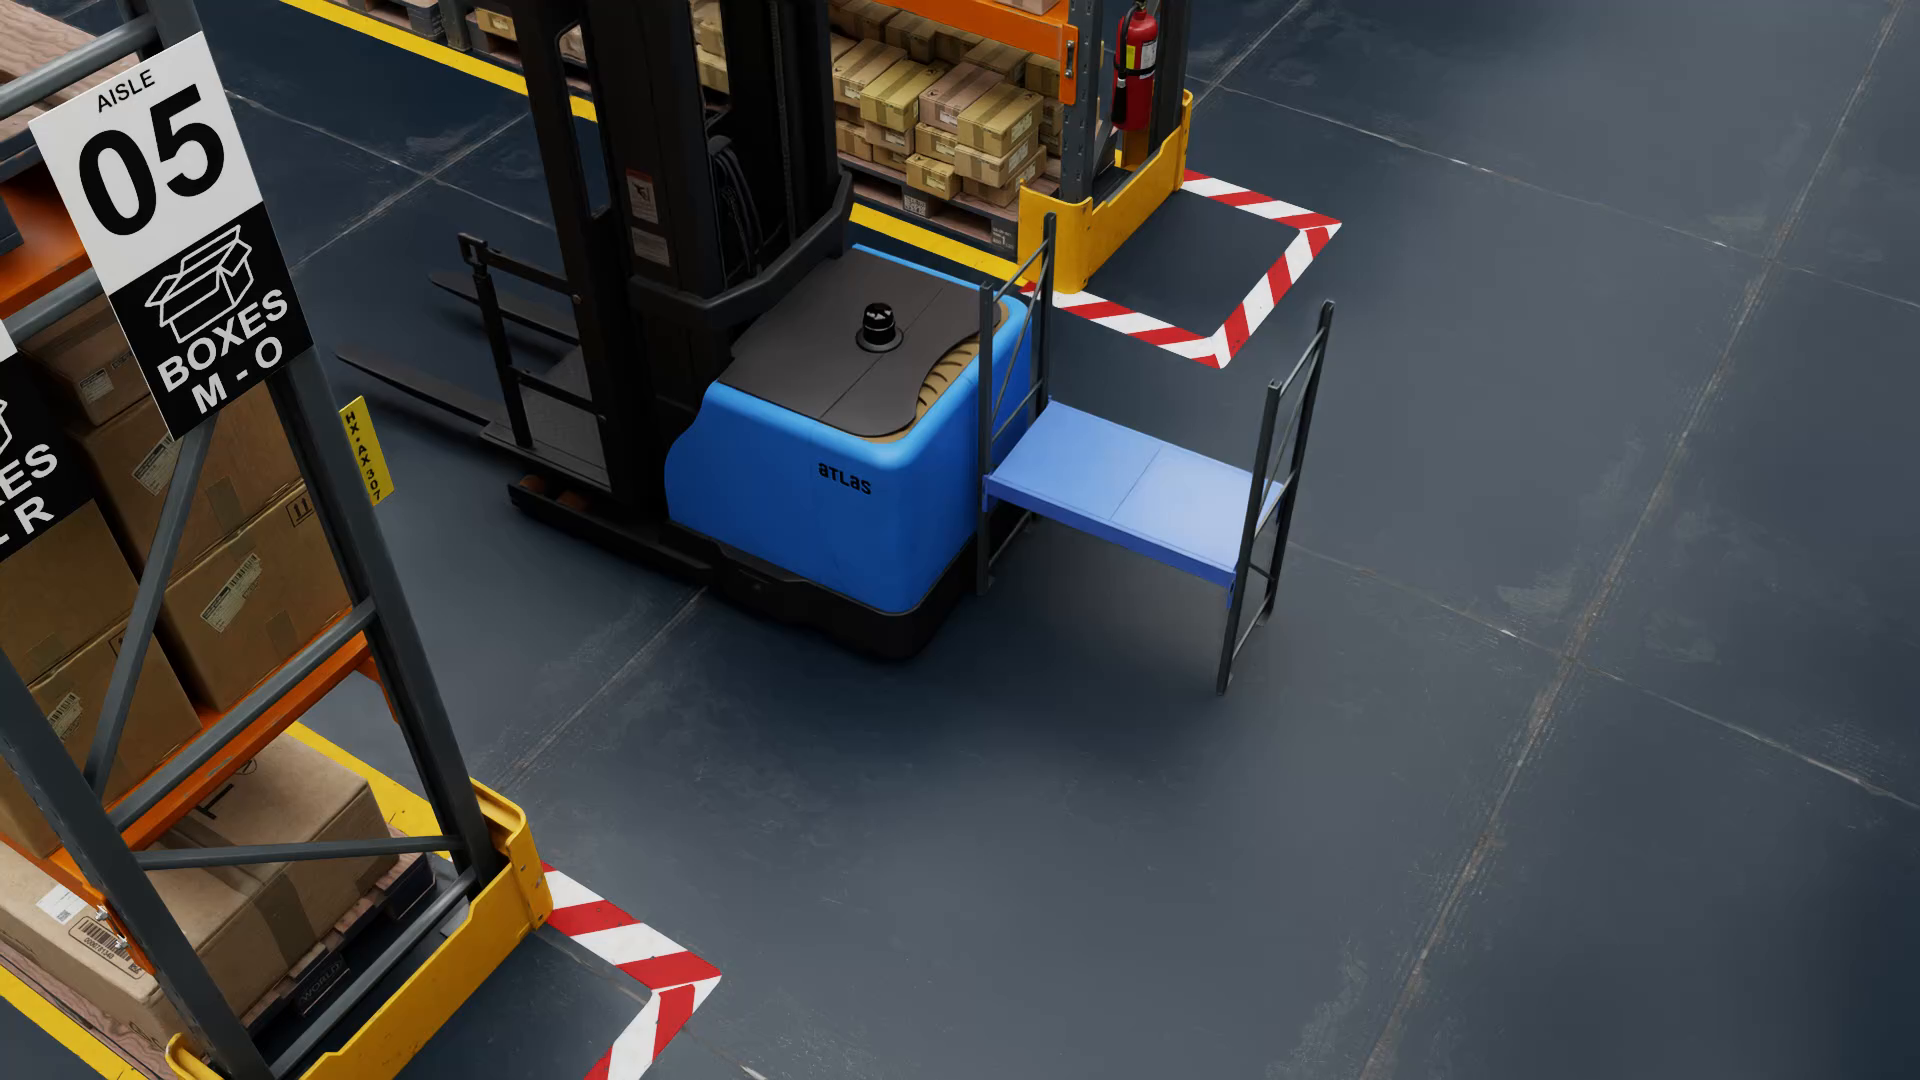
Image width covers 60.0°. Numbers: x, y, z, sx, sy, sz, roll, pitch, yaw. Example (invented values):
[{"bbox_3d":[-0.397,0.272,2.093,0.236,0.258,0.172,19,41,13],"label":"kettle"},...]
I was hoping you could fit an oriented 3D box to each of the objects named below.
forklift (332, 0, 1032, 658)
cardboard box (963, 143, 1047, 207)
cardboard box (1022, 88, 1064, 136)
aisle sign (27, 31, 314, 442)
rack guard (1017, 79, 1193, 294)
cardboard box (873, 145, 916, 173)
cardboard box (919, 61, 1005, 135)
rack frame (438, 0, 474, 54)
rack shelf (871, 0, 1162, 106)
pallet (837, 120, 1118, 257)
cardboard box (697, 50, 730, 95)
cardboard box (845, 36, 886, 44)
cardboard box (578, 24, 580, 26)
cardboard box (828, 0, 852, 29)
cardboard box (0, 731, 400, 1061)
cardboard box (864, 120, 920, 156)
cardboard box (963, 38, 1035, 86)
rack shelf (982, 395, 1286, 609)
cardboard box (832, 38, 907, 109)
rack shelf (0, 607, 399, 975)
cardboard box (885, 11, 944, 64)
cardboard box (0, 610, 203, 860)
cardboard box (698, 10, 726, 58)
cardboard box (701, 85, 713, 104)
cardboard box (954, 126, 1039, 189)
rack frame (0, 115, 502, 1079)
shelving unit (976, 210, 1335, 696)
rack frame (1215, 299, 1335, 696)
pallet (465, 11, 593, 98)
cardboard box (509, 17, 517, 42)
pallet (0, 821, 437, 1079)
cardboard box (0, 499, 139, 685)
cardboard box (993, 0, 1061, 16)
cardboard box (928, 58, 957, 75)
[{"bbox_3d":[-1.256,-1.364,6.031,3.031,2.935,1.130,22,50,20],"label":"forklift"},{"bbox_3d":[0.218,-1.812,8.114,0.250,0.149,0.380,26,51,23],"label":"cardboard box"},{"bbox_3d":[0.471,-2.195,8.279,0.250,0.149,0.380,27,52,24],"label":"cardboard box"},{"bbox_3d":[-1.597,-0.607,3.435,0.004,0.787,0.394,25,51,22],"label":"aisle sign"},{"bbox_3d":[0.710,-1.739,8.091,0.348,0.500,1.175,25,51,22],"label":"rack guard"},{"bbox_3d":[-0.229,-2.004,8.301,0.250,0.149,0.380,24,51,22],"label":"cardboard box"},{"bbox_3d":[0.011,-2.125,8.004,0.250,0.149,0.380,26,51,23],"label":"cardboard box"},{"bbox_3d":[-2.593,-4.130,8.671,0.127,3.000,1.000,25,51,22],"label":"rack frame"},{"bbox_3d":[-0.910,-3.104,8.177,4.000,0.370,1.077,25,51,22],"label":"rack shelf"},{"bbox_3d":[0.045,-1.974,8.521,1.213,0.211,1.003,25,51,22],"label":"pallet"},{"bbox_3d":[-1.158,-2.463,8.539,0.250,0.149,0.380,25,51,22],"label":"cardboard box"},{"bbox_3d":[-0.415,-2.587,8.660,0.250,0.149,0.380,22,50,20],"label":"cardboard box"},{"bbox_3d":[-1.975,-2.936,8.999,0.250,0.149,0.380,24,51,22],"label":"cardboard box"},{"bbox_3d":[-0.602,-2.847,8.705,0.250,0.149,0.380,25,51,23],"label":"cardboard box"},{"bbox_3d":[-2.423,0.998,5.182,0.875,0.438,0.875,23,50,21],"label":"cardboard box"},{"bbox_3d":[-0.263,-2.070,8.157,0.250,0.149,0.380,23,50,21],"label":"cardboard box"},{"bbox_3d":[0.219,-2.383,8.254,0.250,0.149,0.380,26,51,23],"label":"cardboard box"},{"bbox_3d":[0.643,-0.156,6.107,1.000,0.185,0.538,22,50,20],"label":"rack shelf"},{"bbox_3d":[-0.460,-2.287,8.161,0.250,0.149,0.380,23,50,21],"label":"cardboard box"},{"bbox_3d":[-3.497,-0.077,5.235,4.000,0.370,1.077,25,51,22],"label":"rack shelf"},{"bbox_3d":[-0.177,-2.604,8.469,0.250,0.149,0.380,22,50,20],"label":"cardboard box"},{"bbox_3d":[-2.363,0.385,4.215,0.500,0.500,0.500,25,51,22],"label":"cardboard box"},{"bbox_3d":[-1.114,-2.611,8.476,0.250,0.149,0.380,25,51,22],"label":"cardboard box"},{"bbox_3d":[-1.346,-2.470,8.753,0.250,0.149,0.380,23,50,21],"label":"cardboard box"},{"bbox_3d":[0.175,-1.869,7.963,0.250,0.149,0.380,23,50,21],"label":"cardboard box"},{"bbox_3d":[-1.814,0.447,4.225,0.127,3.000,1.000,25,51,22],"label":"rack frame"},{"bbox_3d":[0.643,-0.281,5.978,1.048,1.500,0.538,22,50,20],"label":"shelving unit"},{"bbox_3d":[1.085,-0.101,5.803,0.032,1.500,0.500,22,50,20],"label":"rack frame"},{"bbox_3d":[-2.009,-2.919,9.439,1.213,0.211,1.003,25,51,22],"label":"pallet"},{"bbox_3d":[-2.236,-2.844,9.117,0.250,0.149,0.380,26,51,23],"label":"cardboard box"},{"bbox_3d":[-2.529,1.156,5.480,1.213,0.211,1.003,25,51,22],"label":"pallet"},{"bbox_3d":[-2.348,0.020,3.872,0.500,0.500,0.500,26,51,23],"label":"cardboard box"},{"bbox_3d":[0.347,-2.449,7.213,0.250,0.149,0.380,25,51,22],"label":"cardboard box"},{"bbox_3d":[0.017,-2.377,8.455,0.250,0.149,0.380,25,51,23],"label":"cardboard box"}]
